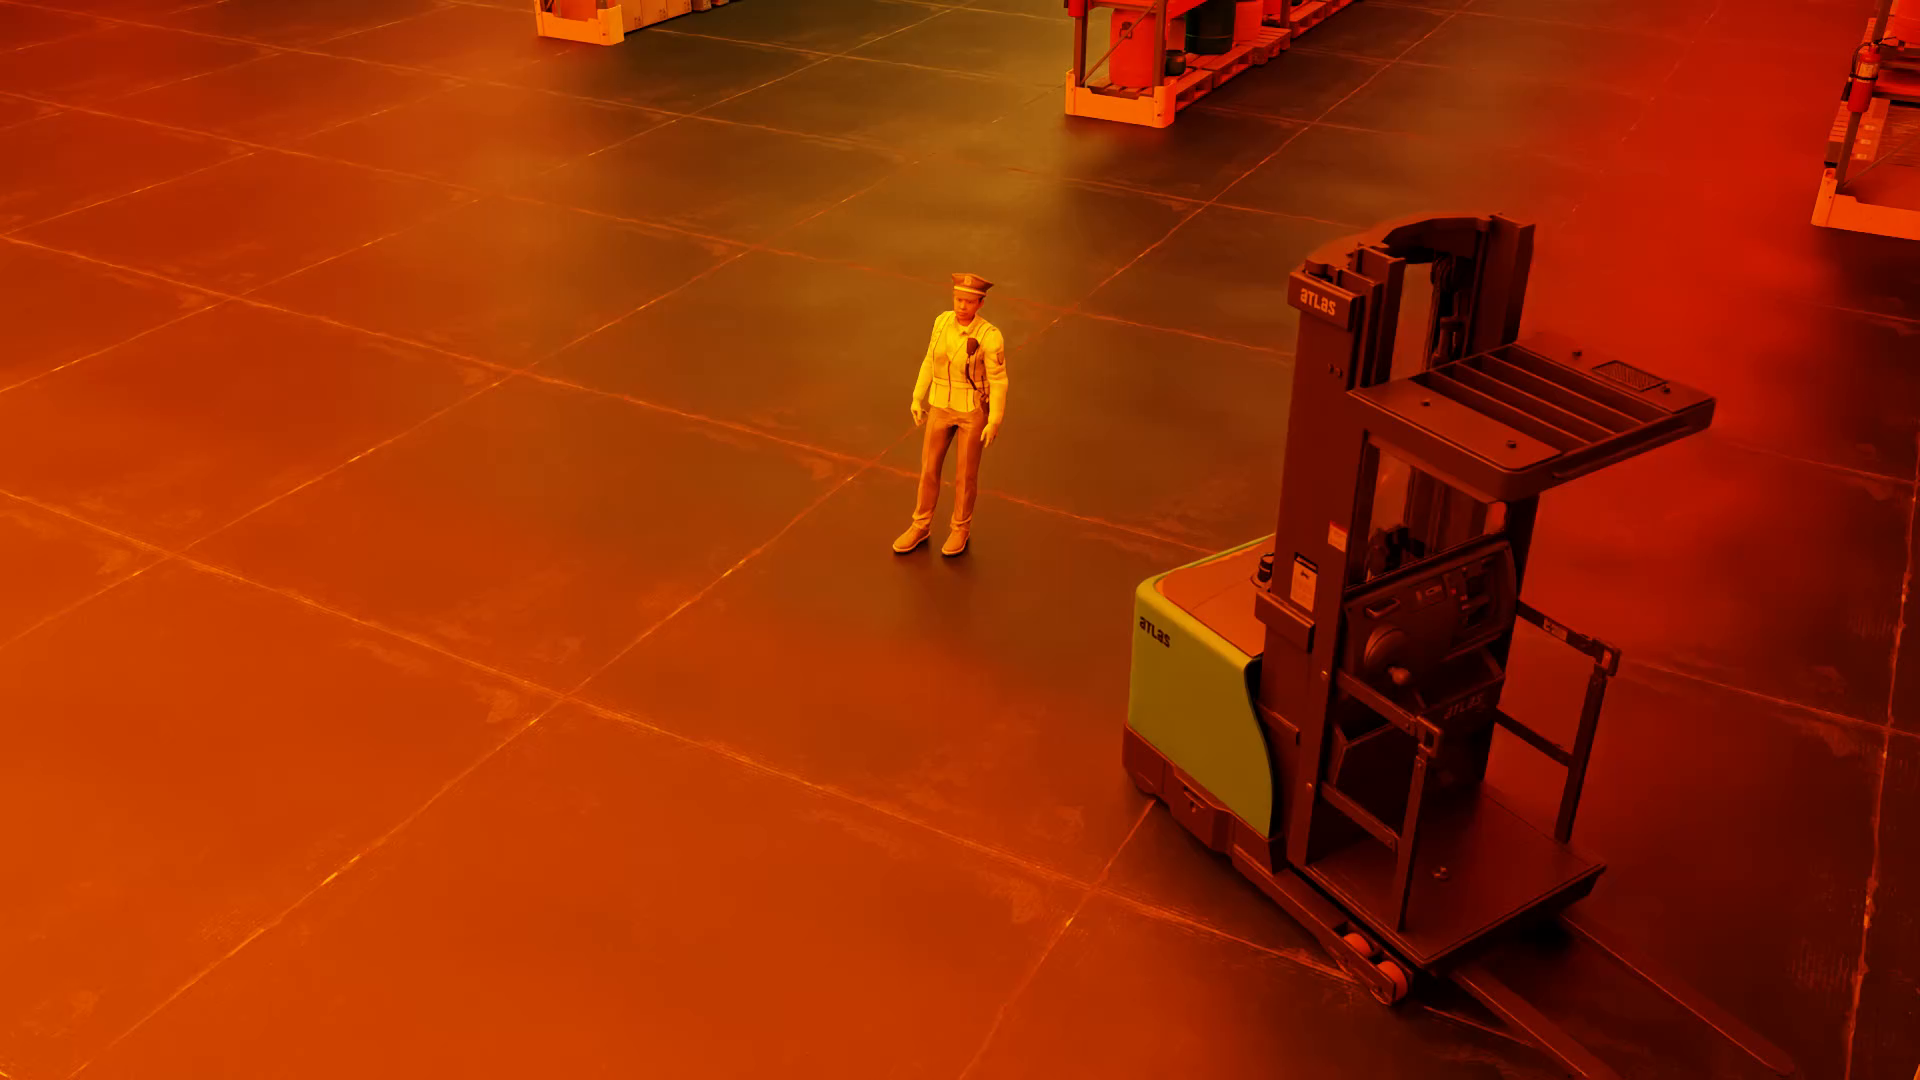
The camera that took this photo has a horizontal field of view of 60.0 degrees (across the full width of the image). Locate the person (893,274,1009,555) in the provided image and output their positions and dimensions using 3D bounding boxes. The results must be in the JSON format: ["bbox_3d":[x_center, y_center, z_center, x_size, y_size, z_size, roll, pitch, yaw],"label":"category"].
[{"bbox_3d":[-0.038,-0.712,9.527,0.587,1.696,0.534,15,33,25],"label":"person"}]

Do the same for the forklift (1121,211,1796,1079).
[{"bbox_3d":[1.999,0.339,6.483,1.130,2.935,3.031,-18,34,-28],"label":"forklift"}]
